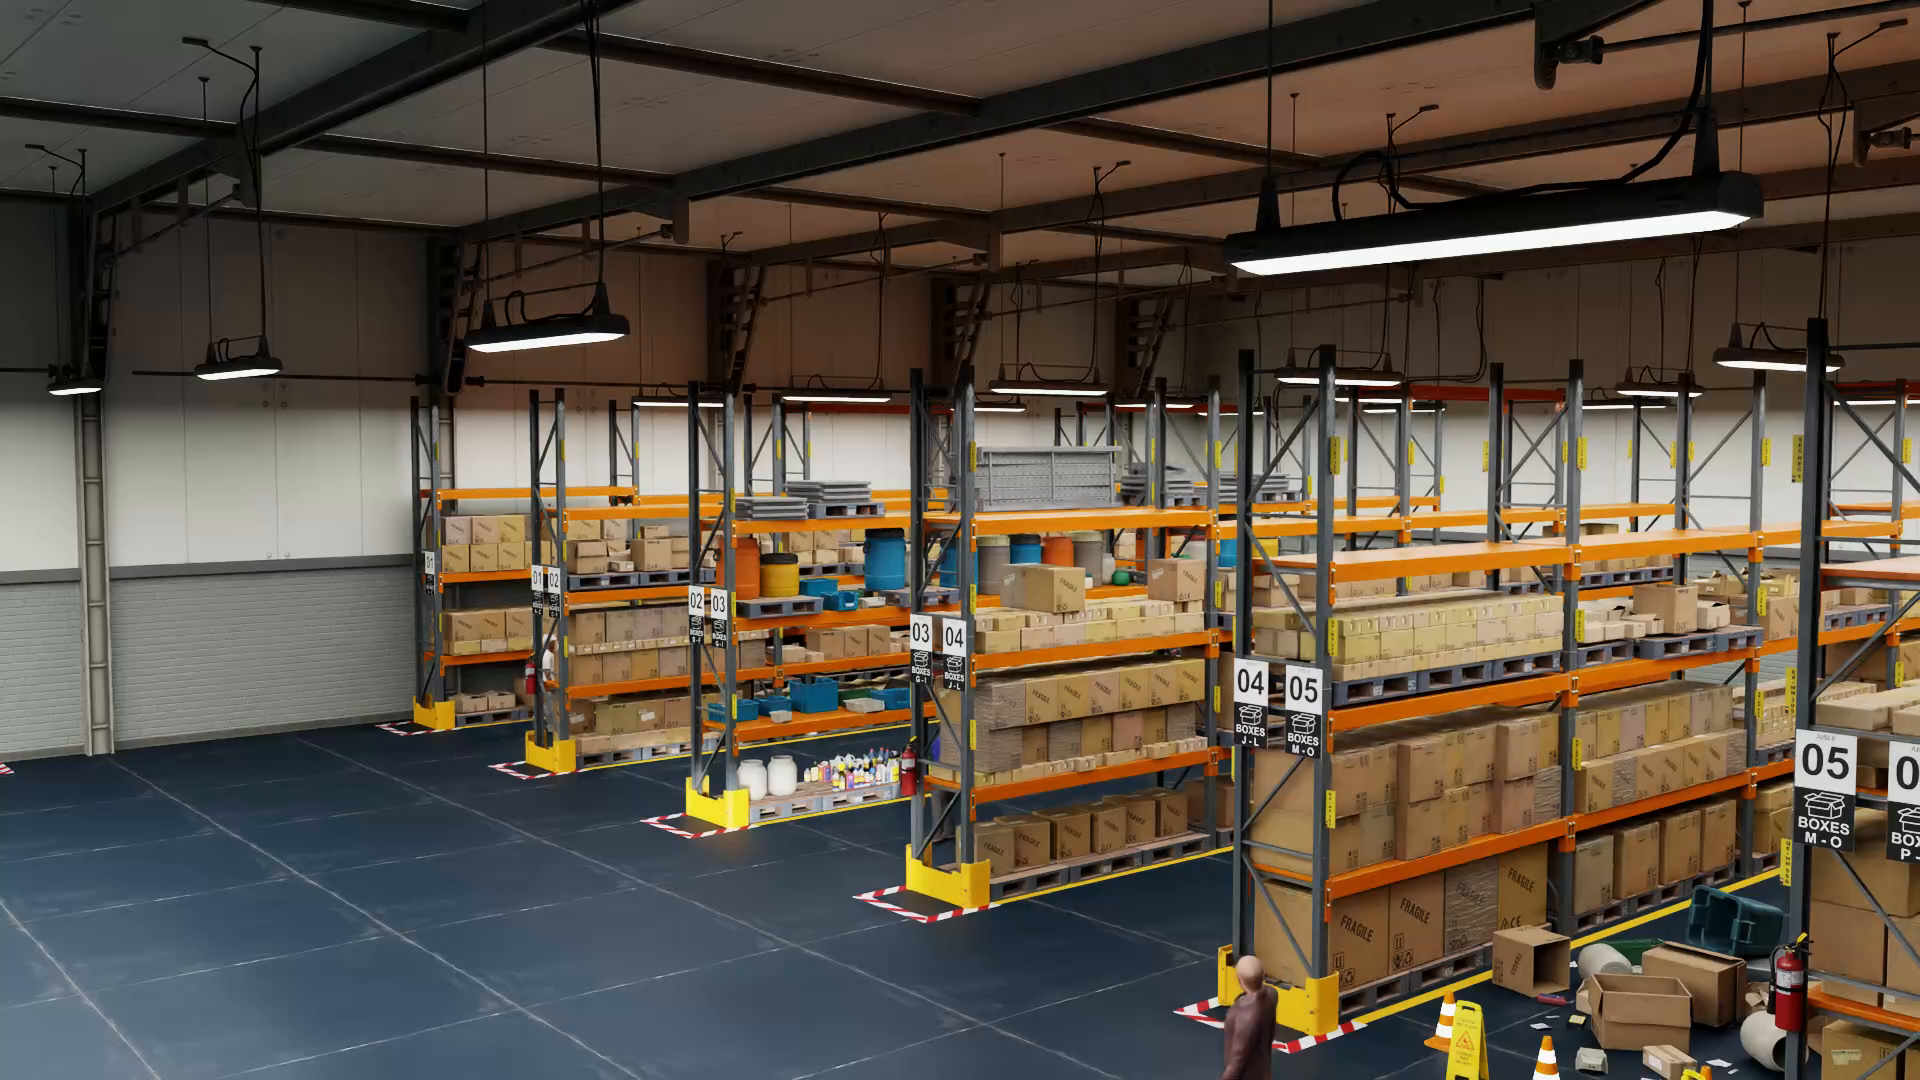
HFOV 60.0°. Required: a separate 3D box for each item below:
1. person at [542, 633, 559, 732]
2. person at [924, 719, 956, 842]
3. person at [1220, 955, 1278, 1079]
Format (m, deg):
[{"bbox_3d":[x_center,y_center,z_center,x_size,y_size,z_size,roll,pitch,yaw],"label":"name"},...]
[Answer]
[{"bbox_3d":[-7.296,2.528,29.524,0.544,1.759,0.582,0,3,-8],"label":"person"},{"bbox_3d":[-0.260,3.068,21.574,0.372,1.670,0.543,2,4,25],"label":"person"},{"bbox_3d":[1.879,3.634,11.091,0.472,1.810,0.679,1,4,20],"label":"person"}]
